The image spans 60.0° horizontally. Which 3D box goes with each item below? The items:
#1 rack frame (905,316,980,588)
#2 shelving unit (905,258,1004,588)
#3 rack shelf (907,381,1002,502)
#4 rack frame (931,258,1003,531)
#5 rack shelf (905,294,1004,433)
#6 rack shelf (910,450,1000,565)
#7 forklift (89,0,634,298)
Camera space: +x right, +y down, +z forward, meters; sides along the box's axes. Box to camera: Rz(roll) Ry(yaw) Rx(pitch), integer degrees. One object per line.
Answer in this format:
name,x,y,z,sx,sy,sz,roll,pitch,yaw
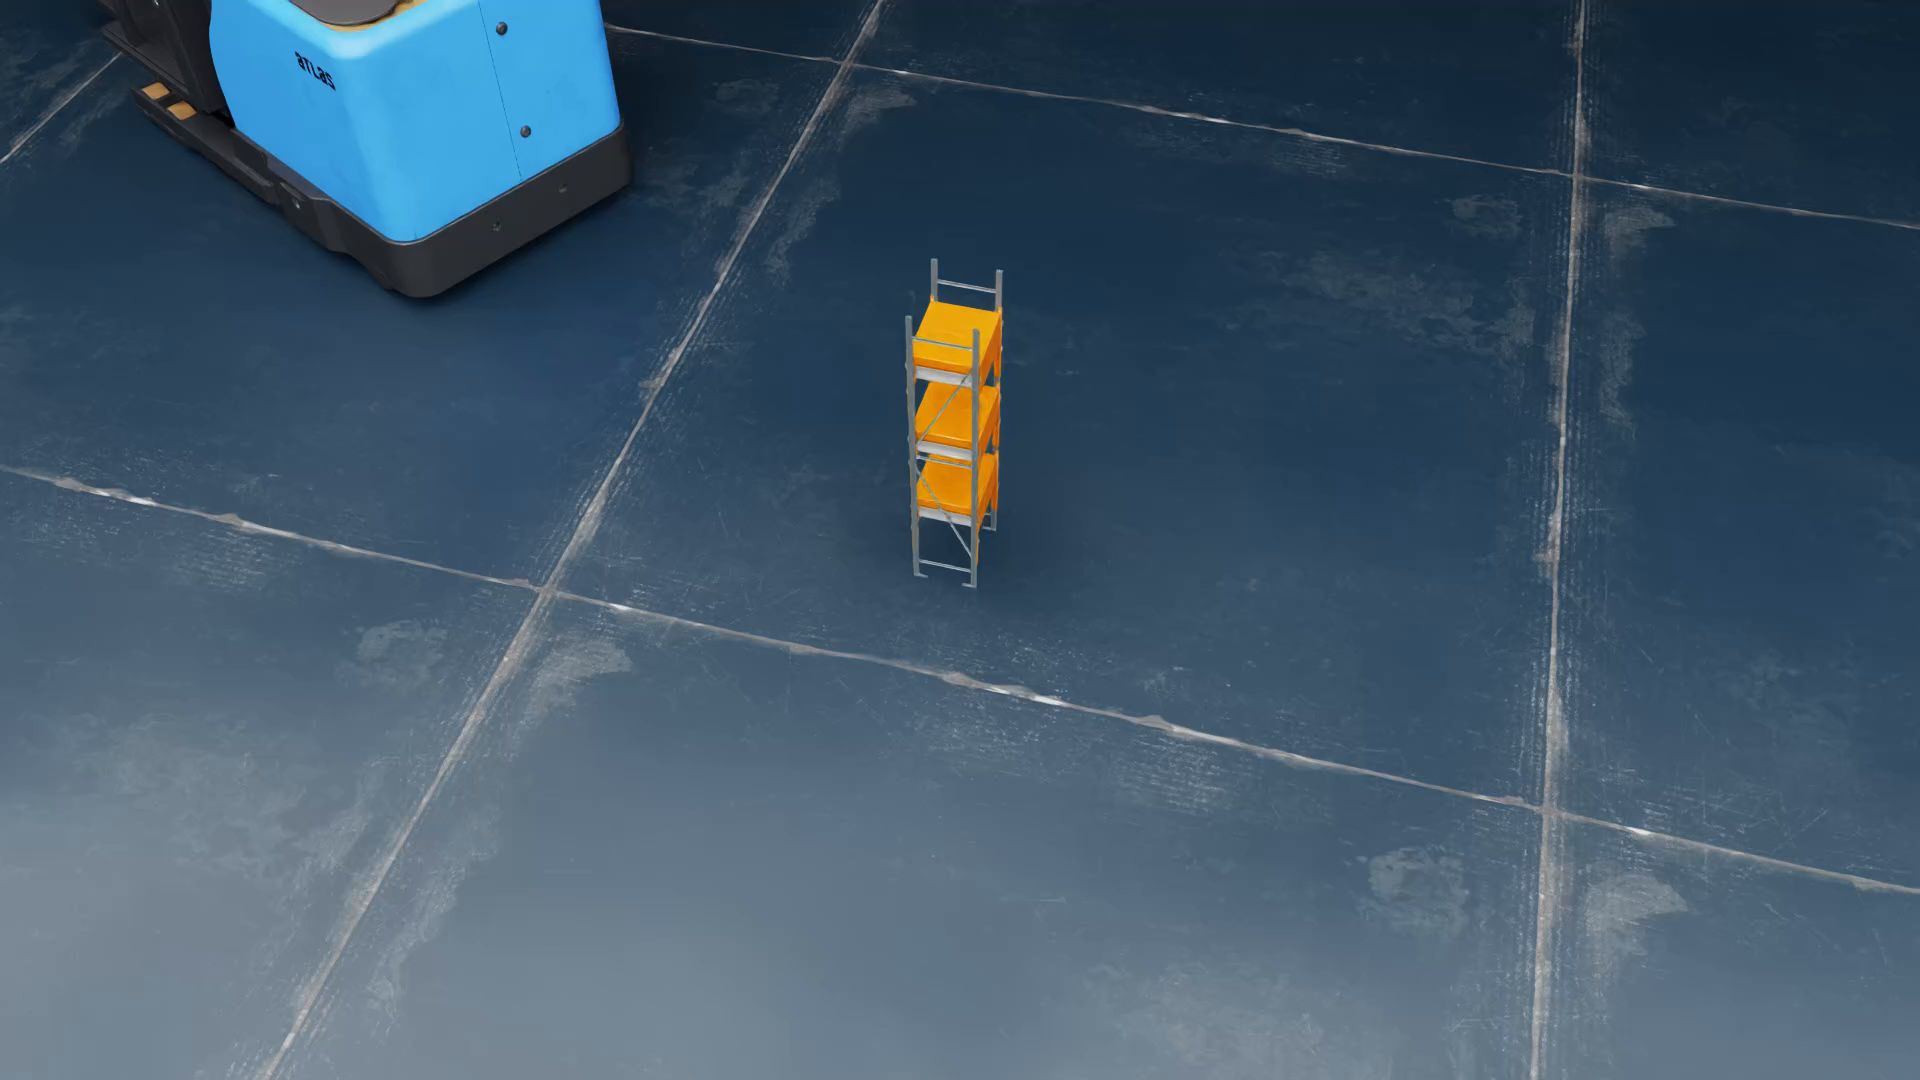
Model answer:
rack frame,-0.046,-0.220,4.744,0.200,1.050,0.008,12,50,10
shelving unit,-0.014,-0.309,4.822,0.215,1.050,0.252,12,50,10
rack shelf,-0.014,-0.302,4.830,0.215,0.259,0.240,12,50,10
rack frame,0.018,-0.397,4.900,0.200,1.050,0.008,12,50,10
rack shelf,-0.014,-0.489,4.617,0.215,0.259,0.240,12,50,10
rack shelf,-0.014,-0.118,5.039,0.215,0.259,0.240,12,50,10
forklift,-2.680,-2.806,5.772,3.031,2.935,1.130,34,57,27
